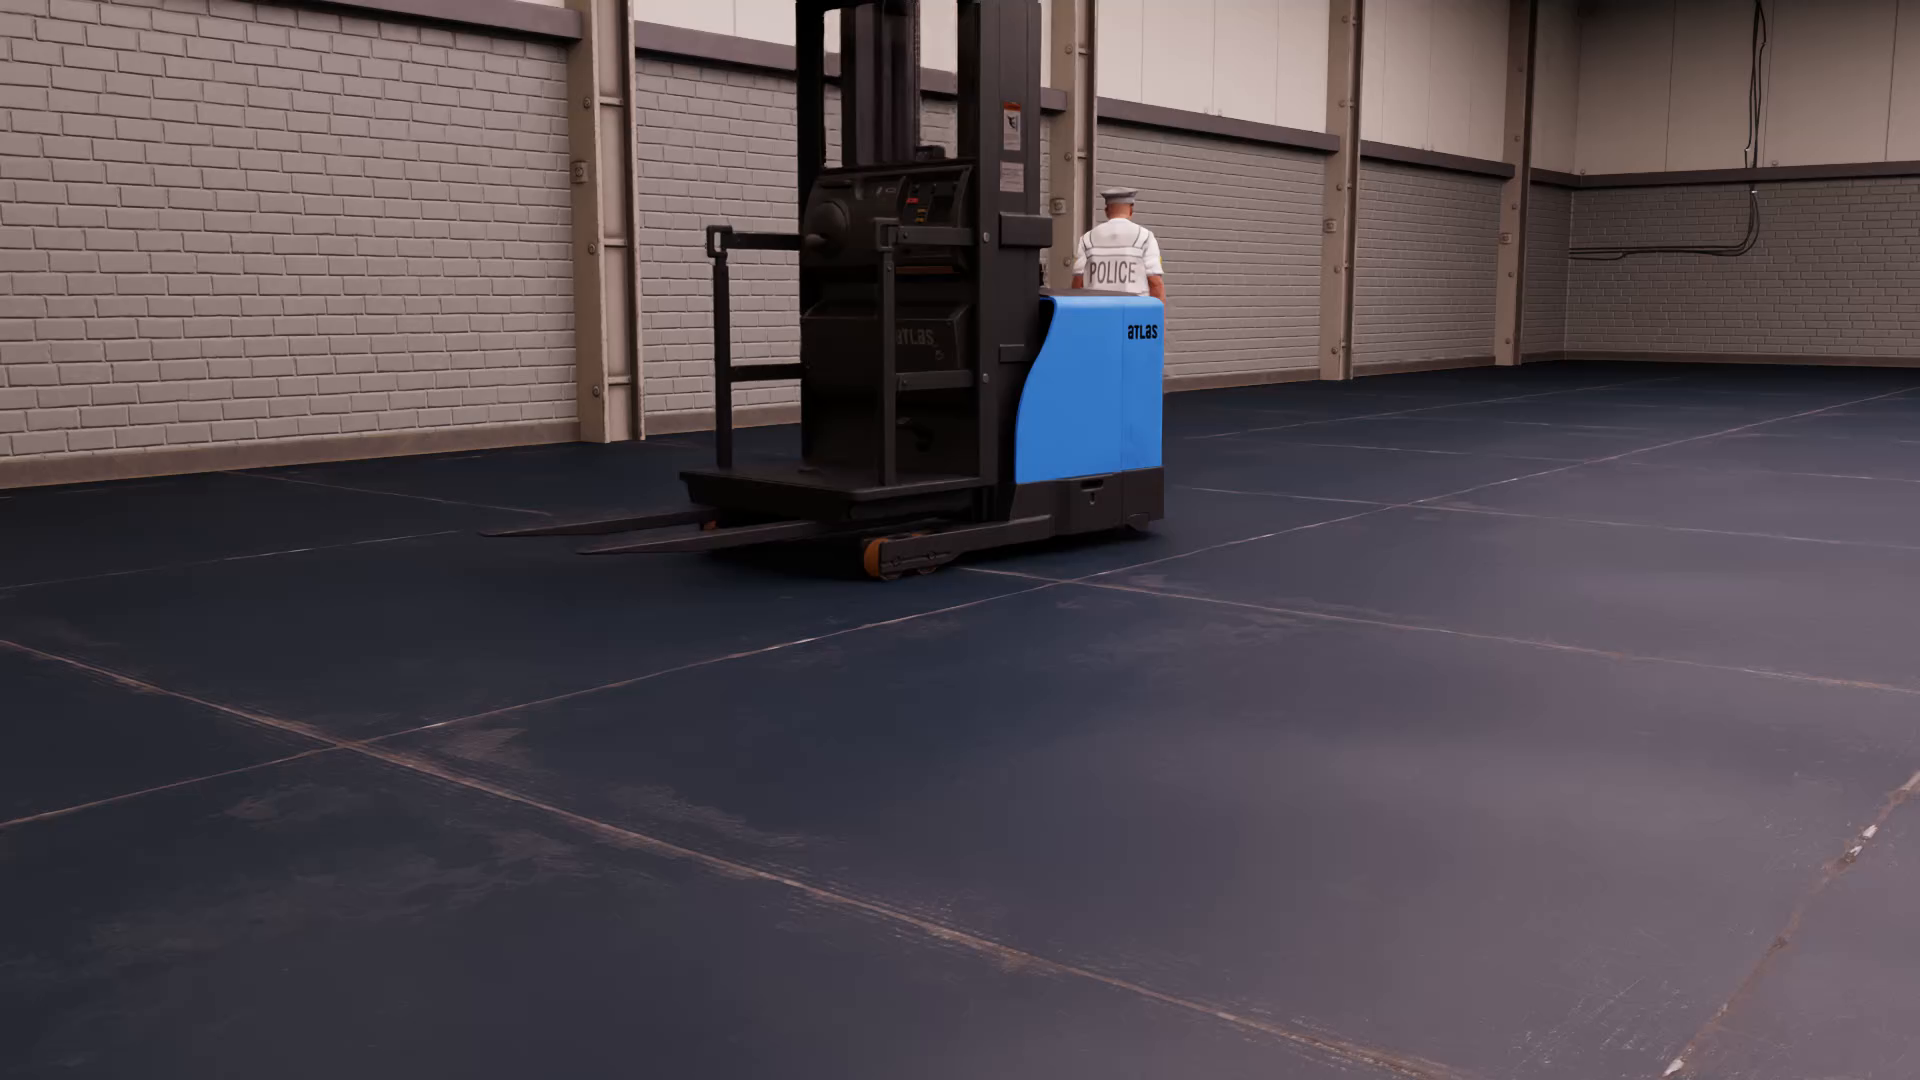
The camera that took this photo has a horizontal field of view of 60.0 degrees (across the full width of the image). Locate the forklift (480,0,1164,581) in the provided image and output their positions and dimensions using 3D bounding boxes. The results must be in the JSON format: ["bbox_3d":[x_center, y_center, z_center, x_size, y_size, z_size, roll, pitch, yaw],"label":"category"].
[{"bbox_3d":[-0.452,-1.377,6.692,1.130,2.935,3.031,8,11,43],"label":"forklift"}]

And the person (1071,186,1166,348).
[{"bbox_3d":[0.987,-1.310,10.351,0.591,1.754,0.457,3,9,18],"label":"person"}]
